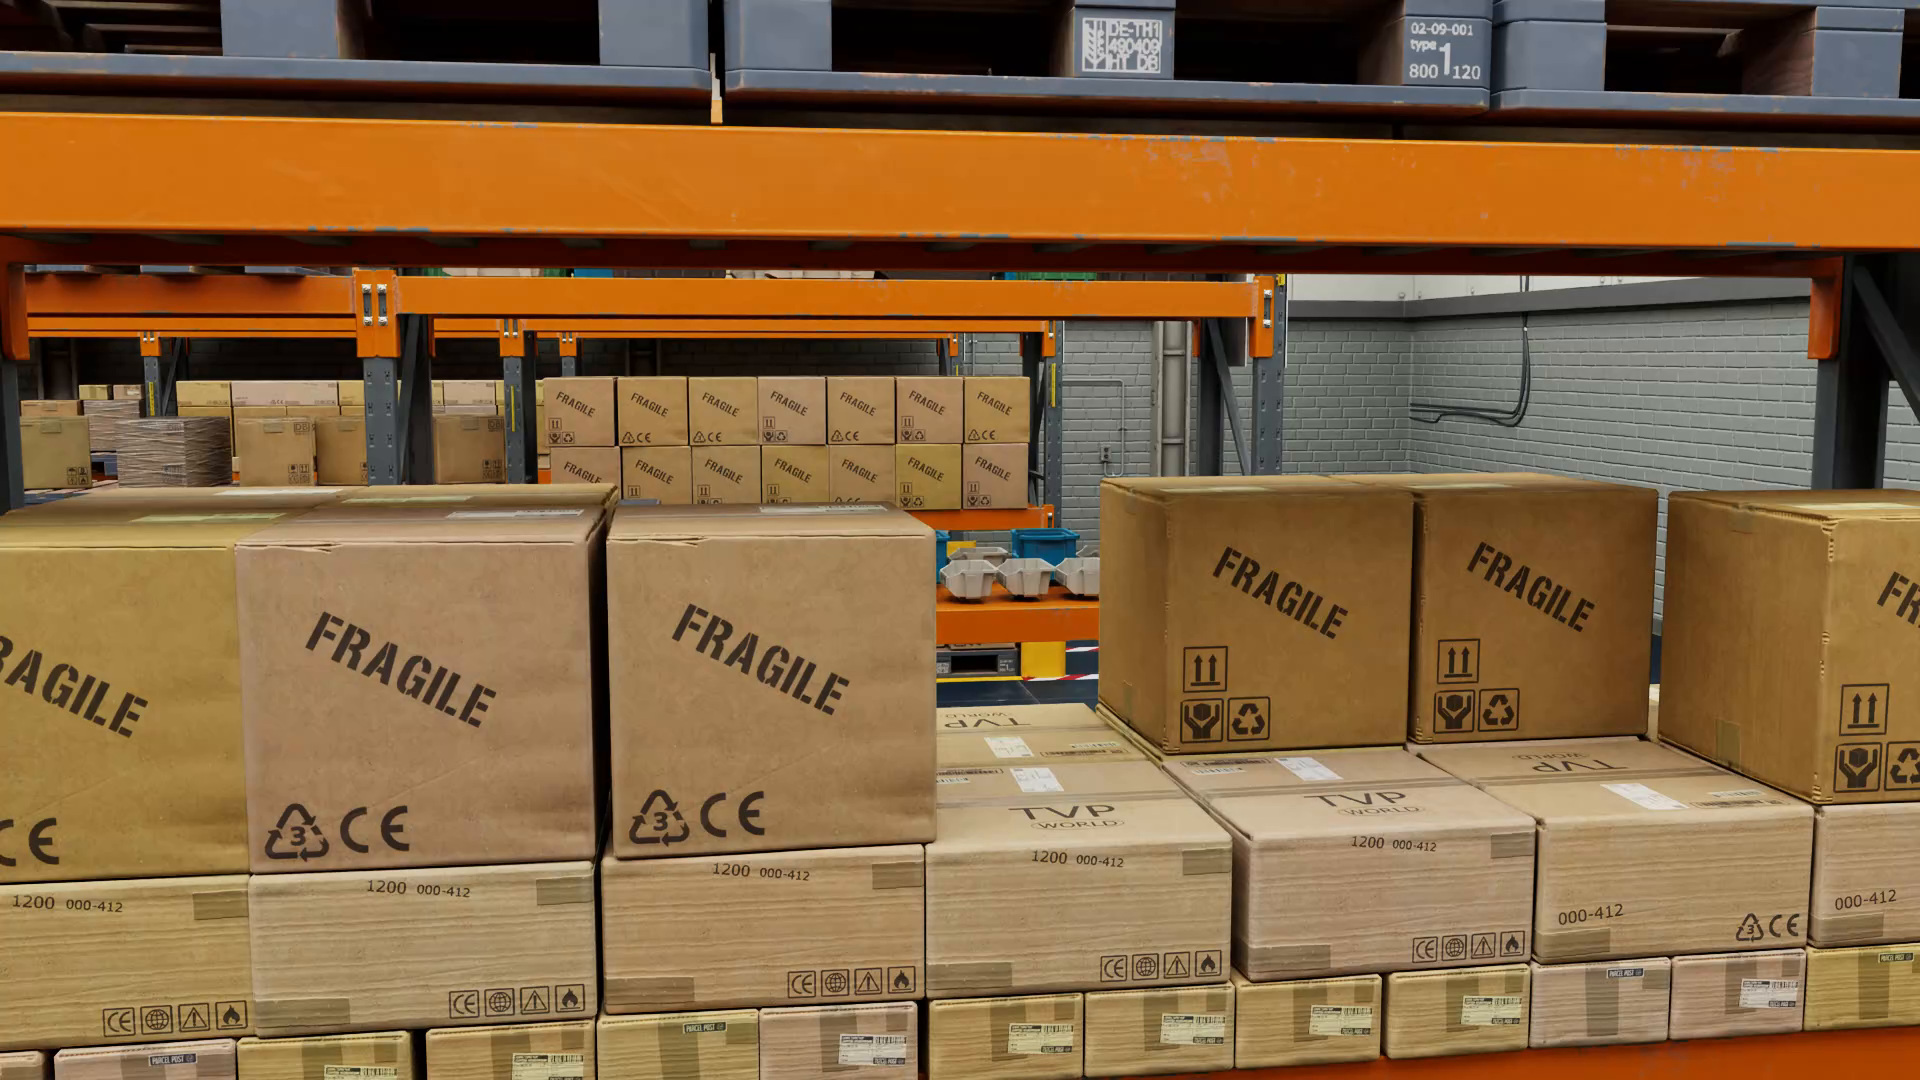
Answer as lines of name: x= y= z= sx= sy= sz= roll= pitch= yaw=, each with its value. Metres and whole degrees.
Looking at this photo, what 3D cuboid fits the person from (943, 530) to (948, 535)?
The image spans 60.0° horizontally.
person: x=-0.366 y=-0.040 z=14.659 sx=0.555 sy=1.768 sz=0.530 roll=-1 pitch=6 yaw=-8
